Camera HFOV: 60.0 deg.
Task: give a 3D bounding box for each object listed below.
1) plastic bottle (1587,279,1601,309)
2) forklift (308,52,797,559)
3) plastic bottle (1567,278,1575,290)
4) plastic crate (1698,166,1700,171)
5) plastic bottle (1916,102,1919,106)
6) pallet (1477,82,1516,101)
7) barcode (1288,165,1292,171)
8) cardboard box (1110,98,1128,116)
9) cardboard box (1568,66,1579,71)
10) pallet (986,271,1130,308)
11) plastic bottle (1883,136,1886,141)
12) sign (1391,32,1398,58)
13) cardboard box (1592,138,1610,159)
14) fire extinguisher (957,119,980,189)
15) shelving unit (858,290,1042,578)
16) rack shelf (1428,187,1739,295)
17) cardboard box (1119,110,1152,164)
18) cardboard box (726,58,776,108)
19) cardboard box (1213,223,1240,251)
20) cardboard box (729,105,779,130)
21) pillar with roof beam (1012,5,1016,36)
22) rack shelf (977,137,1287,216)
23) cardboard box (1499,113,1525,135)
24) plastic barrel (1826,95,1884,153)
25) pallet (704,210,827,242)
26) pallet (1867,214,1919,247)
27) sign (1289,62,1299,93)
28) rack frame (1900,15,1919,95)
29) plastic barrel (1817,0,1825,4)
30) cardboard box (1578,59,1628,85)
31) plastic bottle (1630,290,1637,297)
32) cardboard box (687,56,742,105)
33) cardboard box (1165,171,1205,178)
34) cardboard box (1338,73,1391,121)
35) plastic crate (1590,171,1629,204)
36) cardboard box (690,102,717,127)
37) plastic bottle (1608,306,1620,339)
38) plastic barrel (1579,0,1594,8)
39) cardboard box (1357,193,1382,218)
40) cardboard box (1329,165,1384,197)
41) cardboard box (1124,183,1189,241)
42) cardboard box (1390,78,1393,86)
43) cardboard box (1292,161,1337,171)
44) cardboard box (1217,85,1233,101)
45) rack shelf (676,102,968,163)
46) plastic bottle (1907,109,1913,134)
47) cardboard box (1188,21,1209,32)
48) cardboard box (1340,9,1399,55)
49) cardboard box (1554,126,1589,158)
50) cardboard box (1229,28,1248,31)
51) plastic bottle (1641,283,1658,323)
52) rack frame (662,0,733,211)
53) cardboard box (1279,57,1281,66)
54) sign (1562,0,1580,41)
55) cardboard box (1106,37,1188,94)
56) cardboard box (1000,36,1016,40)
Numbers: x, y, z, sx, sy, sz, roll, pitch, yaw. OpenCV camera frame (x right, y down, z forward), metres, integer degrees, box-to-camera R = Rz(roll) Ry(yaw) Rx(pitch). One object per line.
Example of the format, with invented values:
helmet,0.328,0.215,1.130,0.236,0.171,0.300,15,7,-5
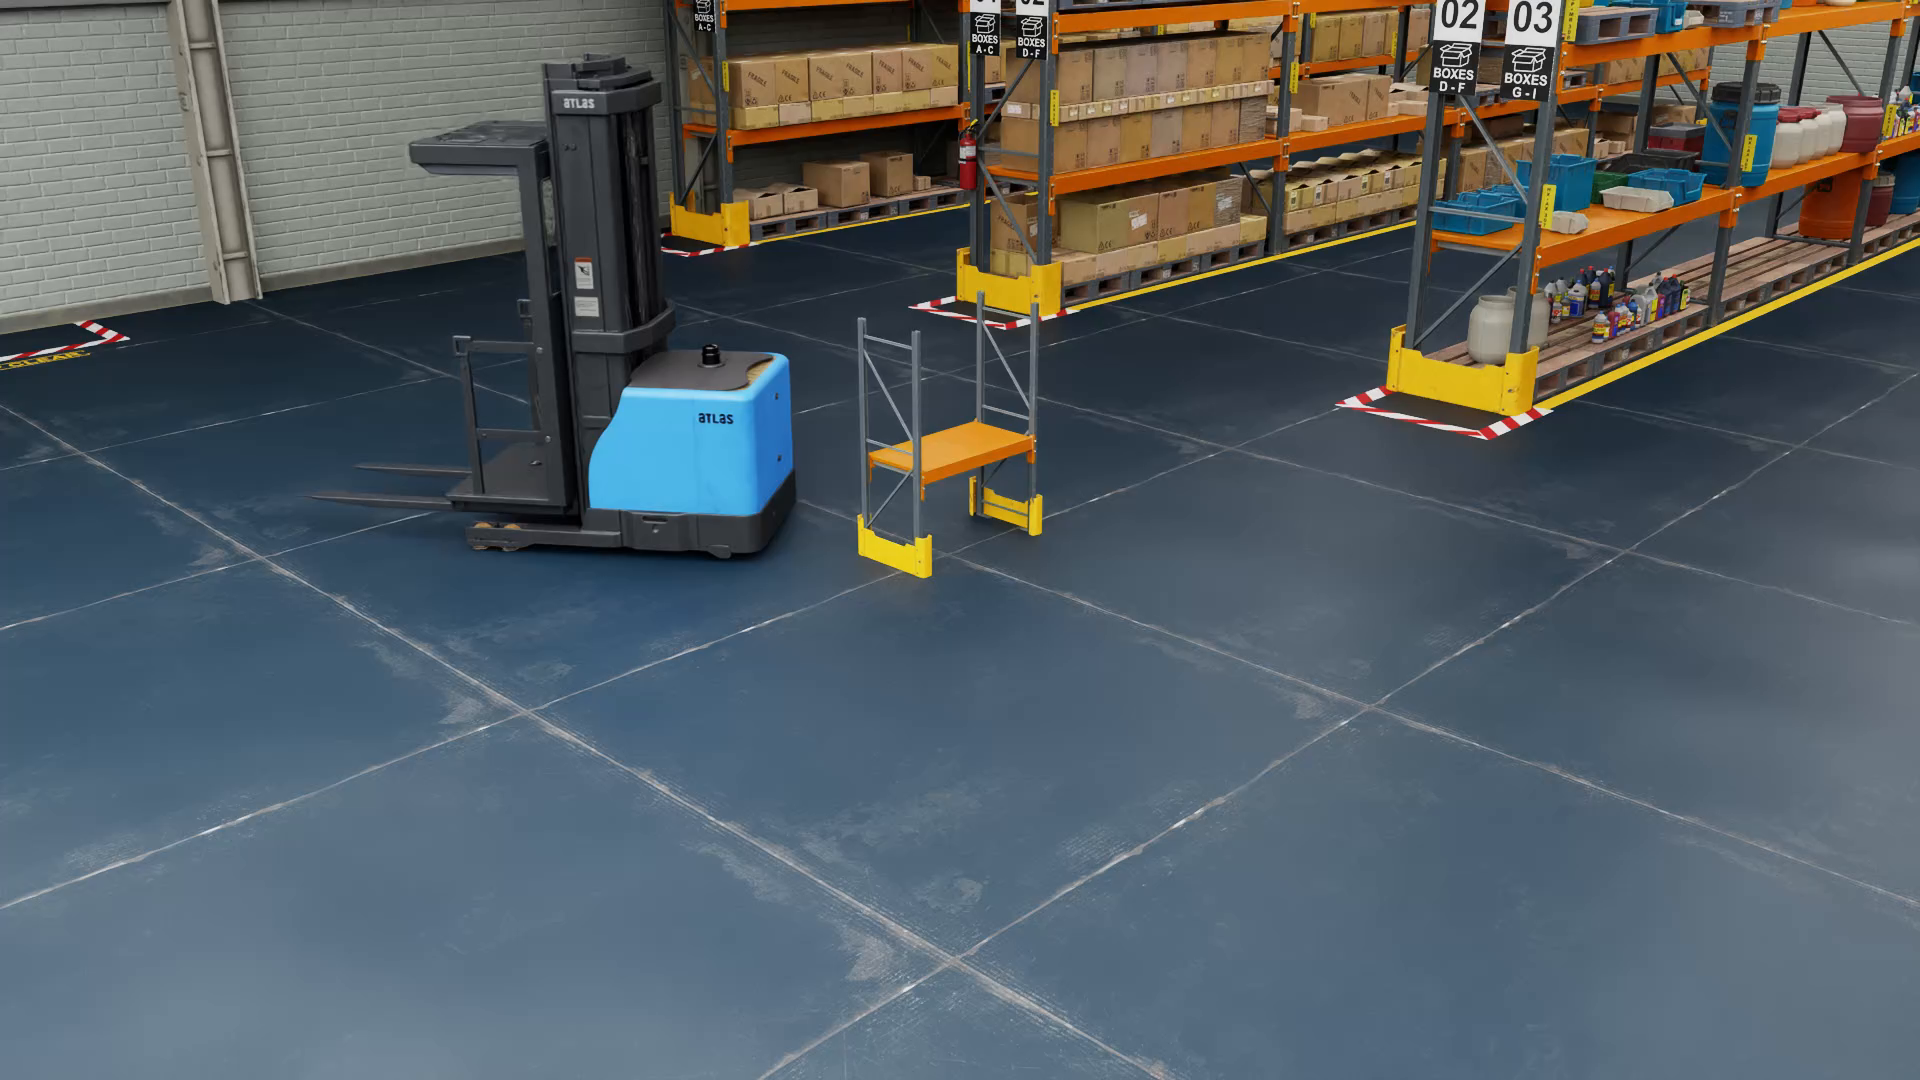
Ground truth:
plastic bottle,5.958,-2.315,15.607,0.097,0.271,0.097,0,21,0
forklift,-2.646,-1.480,10.340,3.031,2.935,1.130,3,21,8
plastic bottle,5.696,-2.308,15.571,0.133,0.283,0.061,-19,28,-40
plastic crate,7.380,-3.909,16.585,0.392,0.384,0.575,19,28,41
plastic bottle,11.406,-5.078,19.783,0.097,0.271,0.097,0,21,0
pallet,7.431,-6.235,22.883,1.003,0.211,1.213,19,28,41
barcode,3.763,-4.244,18.967,0.001,0.075,0.075,19,28,41
cardboard box,1.459,-4.360,16.694,0.380,0.149,0.250,19,28,40
cardboard box,9.033,-7.091,24.704,0.500,0.500,0.500,-20,28,-41
pallet,1.000,-2.673,17.234,1.003,0.211,1.213,19,28,41
plastic bottle,10.258,-4.576,18.479,0.097,0.271,0.097,0,21,0
sign,5.682,-6.461,21.699,0.100,0.325,0.005,19,28,41
cardboard box,9.316,-5.856,24.764,0.500,0.311,0.500,19,28,41
fire extinguisher,0.081,-3.817,16.432,0.296,0.674,0.183,19,28,41
shelving unit,-0.053,-0.680,10.255,0.587,1.500,1.083,19,28,41
rack shelf,5.438,-2.705,14.434,1.077,0.370,4.000,19,28,41
cardboard box,1.545,-4.193,17.164,0.700,0.500,0.500,19,28,41
cardboard box,-2.507,-5.343,19.430,0.500,0.500,0.500,19,28,41
cardboard box,2.764,-3.408,18.508,0.500,0.250,0.500,19,28,41
cardboard box,-2.487,-4.991,19.561,0.500,0.250,0.500,18,28,39
pillar with roof beam,4.083,-8.668,20.583,9.100,9.000,0.400,19,28,41
rack shelf,1.892,-3.946,17.662,1.077,0.370,4.000,19,28,41
cardboard box,7.658,-5.920,23.622,0.500,0.250,0.500,19,28,41
plastic barrel,9.517,-4.451,17.785,0.600,0.536,0.708,19,28,41
pallet,-2.410,-3.924,20.490,1.003,0.211,1.213,19,28,41
pallet,10.995,-3.807,20.184,1.003,0.211,1.213,19,28,41
sign,3.686,-5.098,18.340,0.100,0.325,0.005,19,28,41
rack frame,12.414,-5.611,20.992,1.000,3.000,0.127,19,28,41
plastic barrel,8.895,-6.060,17.281,0.600,0.901,0.600,0,21,0
cardboard box,9.419,-6.961,24.366,0.500,0.500,0.500,-19,28,-41
plastic bottle,6.140,-2.141,15.137,0.061,0.283,0.133,19,28,41
cardboard box,-2.879,-5.470,19.761,0.500,0.500,0.500,19,28,40
cardboard box,2.396,-3.887,18.708,0.500,0.500,0.500,19,28,41
cardboard box,4.919,-5.435,20.394,0.500,0.500,0.500,17,27,38
plastic crate,5.684,-3.178,14.956,0.450,0.188,0.662,19,28,41
cardboard box,-2.868,-5.114,19.880,0.500,0.250,0.500,-20,28,-41
plastic bottle,5.702,-1.906,14.525,0.133,0.283,0.061,-20,28,-41
plastic barrel,4.747,-4.535,13.165,0.600,0.588,0.600,0,21,0
cardboard box,4.818,-4.145,20.425,0.500,0.250,0.500,-20,28,-41
cardboard box,4.825,-4.409,20.331,0.500,0.311,0.500,-19,28,-41
cardboard box,2.078,-3.497,17.694,0.500,0.500,0.500,19,28,41
cardboard box,7.553,-8.101,29.466,0.250,0.149,0.380,-19,28,-41
cardboard box,4.426,-4.537,20.663,0.500,0.311,0.500,19,28,40
cardboard box,2.713,-4.823,17.897,0.380,0.149,0.250,19,28,41
rack shelf,-1.660,-5.184,20.885,1.077,0.370,4.000,19,28,41
plastic bottle,10.835,-4.789,19.032,0.097,0.271,0.097,0,21,0
cardboard box,3.401,-7.798,25.055,0.500,0.250,0.500,19,28,40
cardboard box,7.258,-8.936,29.223,0.980,0.700,0.700,19,28,40
cardboard box,8.729,-5.692,24.073,0.500,0.500,0.500,19,28,40
cardboard box,4.124,-7.714,25.880,0.500,0.500,0.500,-19,28,-41
plastic bottle,6.231,-2.154,15.076,0.144,0.351,0.185,19,28,40
rack frame,-3.055,-5.006,19.418,1.000,3.000,0.127,19,28,41
cardboard box,5.124,-7.754,26.890,0.250,0.149,0.380,-20,28,-41
sign,4.434,-3.792,12.066,0.100,0.325,0.005,19,28,41
cardboard box,1.932,-4.945,17.312,0.700,0.500,0.500,19,28,41
cardboard box,0.947,-6.728,23.144,0.500,0.500,0.700,-16,26,-35
